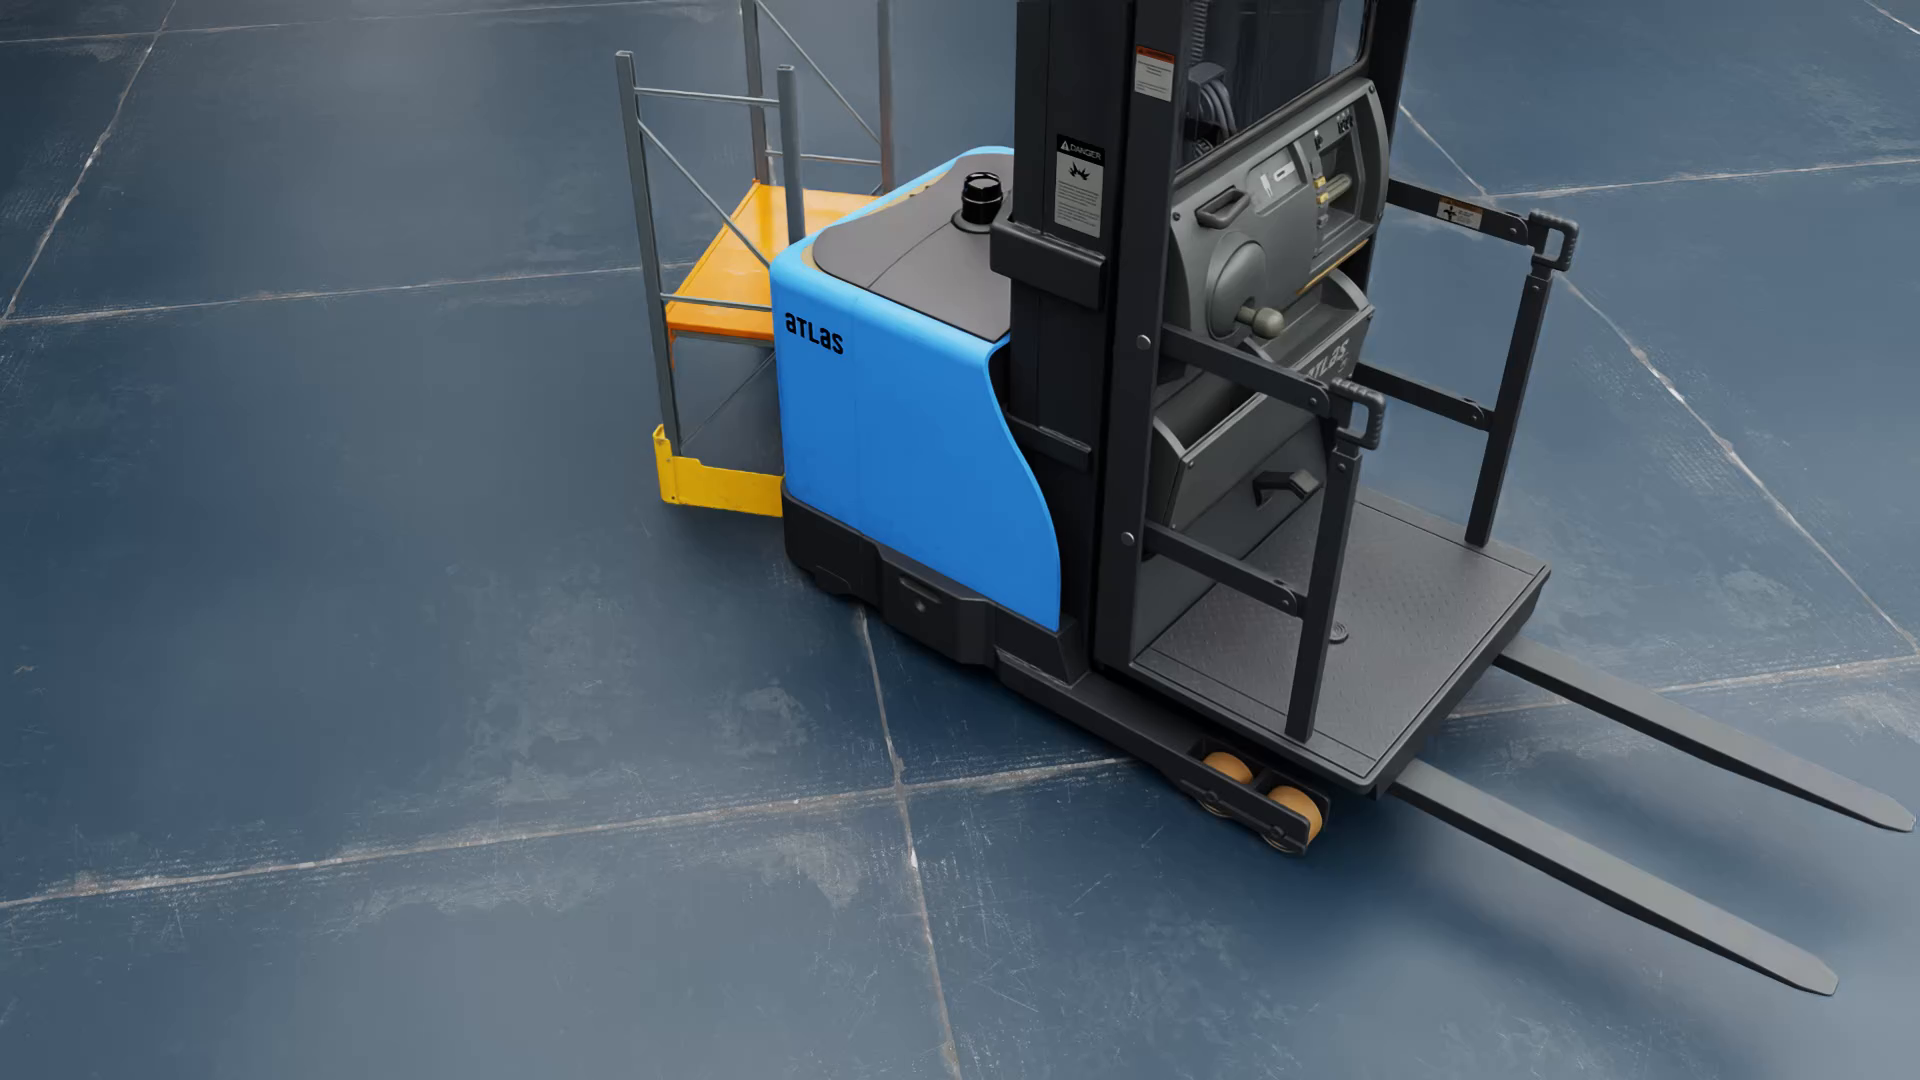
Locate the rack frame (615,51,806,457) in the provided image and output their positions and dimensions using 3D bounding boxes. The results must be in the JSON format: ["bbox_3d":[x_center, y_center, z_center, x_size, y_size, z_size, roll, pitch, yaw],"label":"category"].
[{"bbox_3d":[-0.686,-0.694,4.921,0.500,1.500,0.032,8,39,10],"label":"rack frame"}]

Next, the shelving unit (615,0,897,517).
[{"bbox_3d":[-0.574,-1.004,5.320,0.587,1.500,1.083,8,39,10],"label":"shelving unit"}]

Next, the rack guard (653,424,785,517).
[{"bbox_3d":[-0.682,-0.212,5.320,0.587,0.250,0.087,8,39,10],"label":"rack guard"}]

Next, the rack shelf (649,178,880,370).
[{"bbox_3d":[-0.576,-0.857,5.423,0.538,0.185,1.000,8,39,10],"label":"rack shelf"}]

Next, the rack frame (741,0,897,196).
[{"bbox_3d":[-0.465,-1.303,5.705,0.500,1.500,0.032,8,39,10],"label":"rack frame"}]

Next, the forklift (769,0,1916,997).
[{"bbox_3d":[0.928,-0.734,3.806,3.031,2.935,1.130,26,45,30],"label":"forklift"}]
